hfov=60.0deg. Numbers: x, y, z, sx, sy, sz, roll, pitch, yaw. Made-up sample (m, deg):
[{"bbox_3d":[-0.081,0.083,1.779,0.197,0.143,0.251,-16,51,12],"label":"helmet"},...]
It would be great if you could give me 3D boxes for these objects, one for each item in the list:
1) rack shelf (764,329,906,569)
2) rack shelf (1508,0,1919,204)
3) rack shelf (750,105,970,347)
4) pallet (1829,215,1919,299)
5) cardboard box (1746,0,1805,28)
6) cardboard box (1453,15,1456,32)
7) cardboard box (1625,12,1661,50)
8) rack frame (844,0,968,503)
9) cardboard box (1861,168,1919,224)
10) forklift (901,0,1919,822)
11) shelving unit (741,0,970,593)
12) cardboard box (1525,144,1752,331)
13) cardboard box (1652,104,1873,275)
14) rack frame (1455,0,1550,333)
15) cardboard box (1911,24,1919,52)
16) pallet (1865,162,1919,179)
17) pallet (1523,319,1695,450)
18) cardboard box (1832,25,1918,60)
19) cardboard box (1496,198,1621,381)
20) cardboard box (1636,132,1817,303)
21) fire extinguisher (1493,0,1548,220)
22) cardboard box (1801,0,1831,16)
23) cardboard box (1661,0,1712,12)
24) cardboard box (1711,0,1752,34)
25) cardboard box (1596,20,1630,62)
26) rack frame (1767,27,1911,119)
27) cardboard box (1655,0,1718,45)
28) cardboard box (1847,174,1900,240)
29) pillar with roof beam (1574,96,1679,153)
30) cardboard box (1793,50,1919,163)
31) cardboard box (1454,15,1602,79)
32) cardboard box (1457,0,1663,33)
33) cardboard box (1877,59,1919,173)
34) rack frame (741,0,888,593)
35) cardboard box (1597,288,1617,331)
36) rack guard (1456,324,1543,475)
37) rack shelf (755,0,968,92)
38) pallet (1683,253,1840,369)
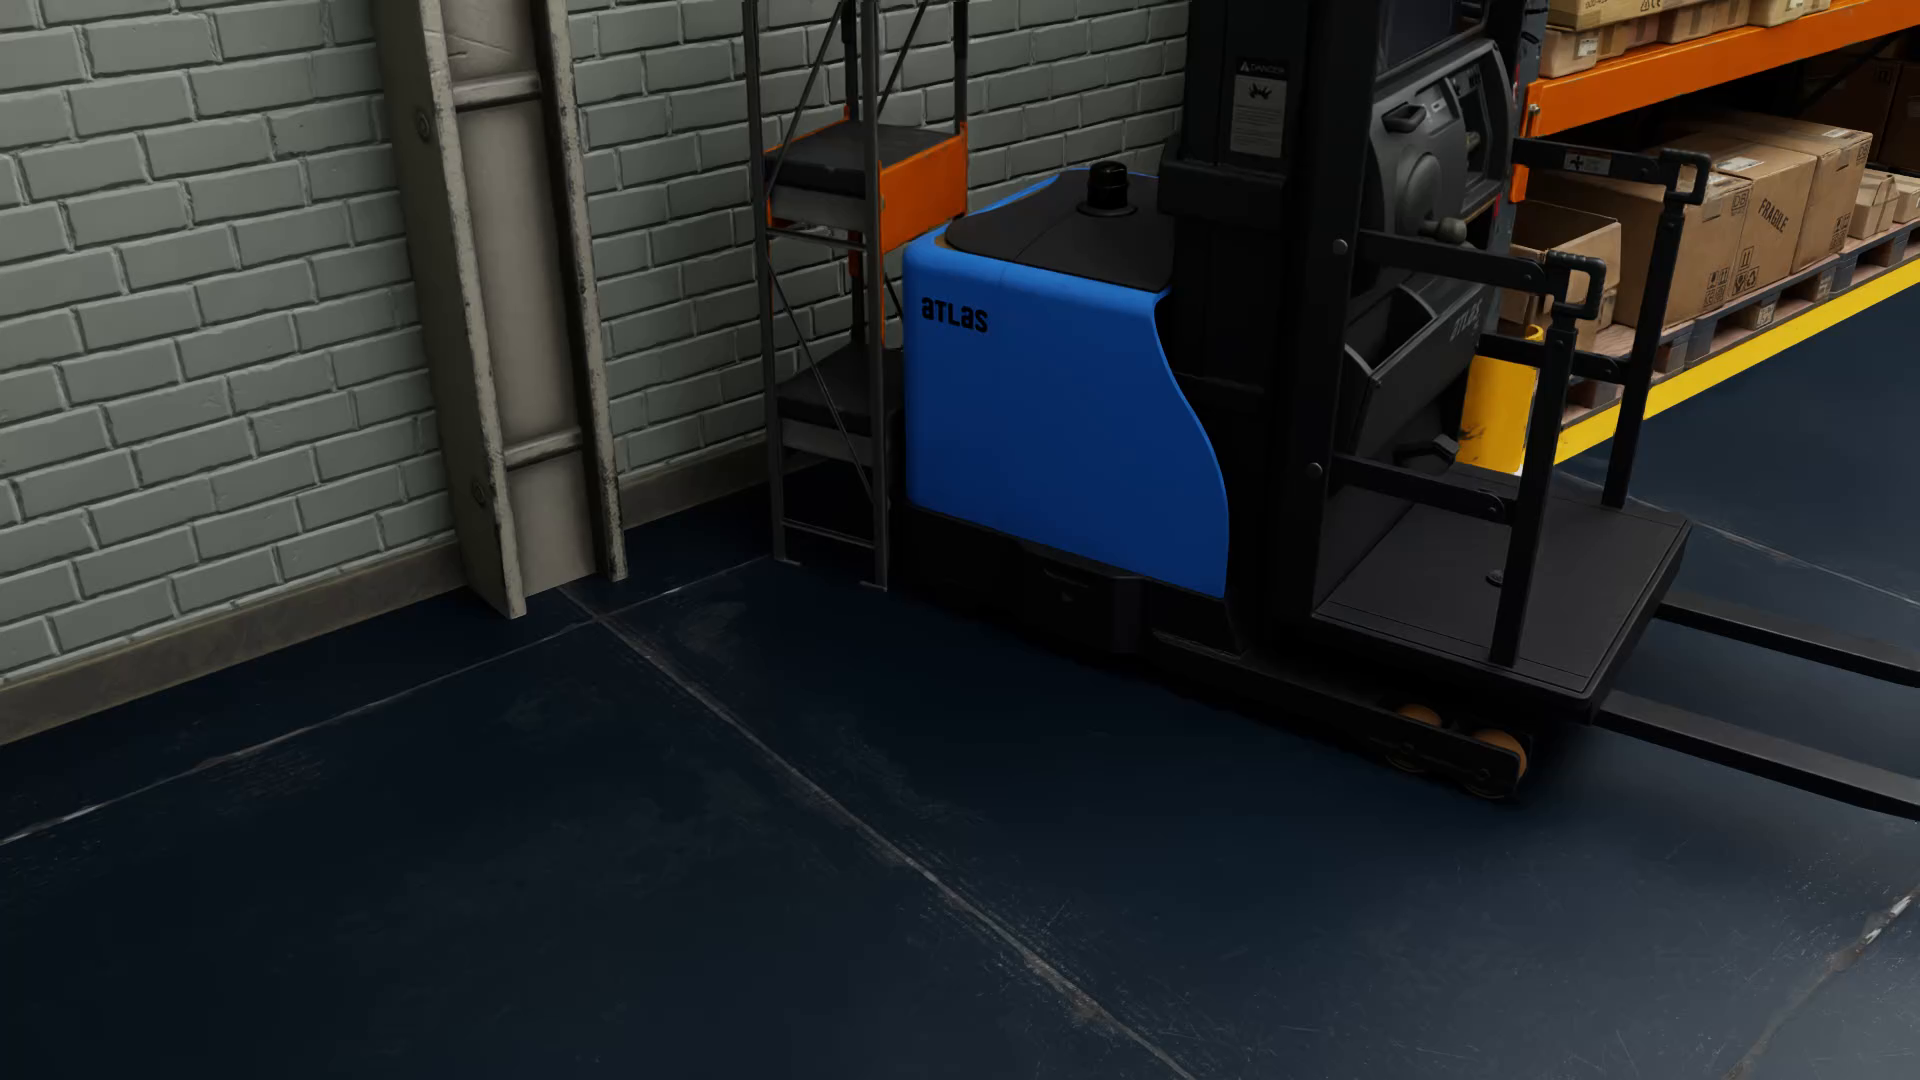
[{"bbox_3d":[-0.276,-0.288,5.075,0.431,0.518,0.480,15,31,25],"label":"rack shelf"},{"bbox_3d":[2.904,-2.003,6.579,4.000,0.370,1.077,-22,35,-35],"label":"rack shelf"},{"bbox_3d":[-0.275,-0.906,4.746,0.431,0.518,0.480,15,31,25],"label":"rack shelf"},{"bbox_3d":[3.903,-1.493,7.819,1.213,0.211,1.003,-22,35,-35],"label":"pallet"},{"bbox_3d":[2.823,-1.976,6.032,0.250,0.149,0.380,-23,36,-36],"label":"cardboard box"},{"bbox_3d":[1.694,-1.851,5.798,0.250,0.149,0.380,-21,34,-34],"label":"cardboard box"},{"bbox_3d":[2.152,-1.787,5.679,0.250,0.149,0.380,-22,35,-36],"label":"cardboard box"},{"bbox_3d":[-0.157,-1.019,4.928,0.400,2.100,0.015,15,31,25],"label":"rack frame"},{"bbox_3d":[4.193,-1.585,7.612,0.250,0.149,0.380,-23,36,-36],"label":"cardboard box"},{"bbox_3d":[1.338,-0.948,3.913,3.031,2.935,1.130,17,33,29],"label":"forklift"},{"bbox_3d":[-0.275,-0.918,4.739,0.431,2.100,0.503,15,31,25],"label":"shelving unit"},{"bbox_3d":[2.585,-1.192,6.505,0.500,0.500,0.700,-20,34,-33],"label":"cardboard box"},{"bbox_3d":[3.375,-1.510,7.099,0.500,0.500,0.700,-23,36,-37],"label":"cardboard box"},{"bbox_3d":[1.383,-1.709,5.265,0.127,3.000,1.000,-22,35,-35],"label":"rack frame"},{"bbox_3d":[4.715,-2.600,8.450,0.250,0.149,0.380,-22,35,-35],"label":"cardboard box"},{"bbox_3d":[5.020,-1.965,8.703,1.213,0.211,1.003,-22,35,-35],"label":"pallet"},{"bbox_3d":[2.046,-0.746,6.423,1.213,0.211,1.003,-22,35,-35],"label":"pallet"},{"bbox_3d":[4.519,-2.517,8.296,0.250,0.149,0.380,-24,36,-37],"label":"cardboard box"},{"bbox_3d":[1.910,-0.946,6.041,0.637,0.503,0.797,-24,36,-37],"label":"cardboard box"},{"bbox_3d":[3.052,-1.318,6.740,0.500,0.500,0.500,-21,35,-34],"label":"cardboard box"},{"bbox_3d":[1.571,-1.299,4.977,0.183,0.674,0.296,-22,35,-35],"label":"fire extinguisher"},{"bbox_3d":[3.010,-2.064,6.197,0.250,0.149,0.380,-21,35,-34],"label":"cardboard box"},{"bbox_3d":[2.286,-1.970,5.598,0.500,0.250,0.500,-21,35,-34],"label":"cardboard box"},{"bbox_3d":[2.582,-1.926,5.938,0.250,0.149,0.380,-21,35,-34],"label":"cardboard box"},{"bbox_3d":[1.974,-1.694,5.505,0.250,0.149,0.380,-21,35,-34],"label":"cardboard box"},{"bbox_3d":[4.426,-2.932,7.555,0.127,3.000,1.000,-22,35,-35],"label":"rack frame"},{"bbox_3d":[2.384,-1.843,5.782,0.250,0.149,0.380,-21,34,-33],"label":"cardboard box"},{"bbox_3d":[3.921,-1.527,7.380,0.258,0.266,0.396,-20,34,-33],"label":"cardboard box"},{"bbox_3d":[6.105,-4.145,3.458,0.400,9.000,9.100,-22,35,-35],"label":"pillar with roof beam"},{"bbox_3d":[4.607,-2.271,8.524,0.500,0.500,0.500,-22,35,-35],"label":"cardboard box"},{"bbox_3d":[1.811,-1.600,5.328,0.250,0.149,0.380,-22,35,-35],"label":"cardboard box"},{"bbox_3d":[1.903,-1.816,5.309,0.500,0.250,0.500,-22,35,-35],"label":"cardboard box"},{"bbox_3d":[4.940,-2.082,8.171,0.500,0.500,0.500,-20,34,-33],"label":"cardboard box"},{"bbox_3d":[-0.393,-0.818,4.551,0.400,2.100,0.015,15,31,25],"label":"rack frame"},{"bbox_3d":[2.258,-0.906,6.341,0.250,0.149,0.380,-24,36,-37],"label":"cardboard box"},{"bbox_3d":[1.441,-0.630,5.898,0.348,0.500,1.175,-22,35,-35],"label":"rack guard"},{"bbox_3d":[-0.274,-1.524,4.417,0.431,0.518,0.480,15,31,25],"label":"rack shelf"},{"bbox_3d":[2.974,-1.117,7.117,1.213,0.211,1.003,-22,35,-35],"label":"pallet"}]
